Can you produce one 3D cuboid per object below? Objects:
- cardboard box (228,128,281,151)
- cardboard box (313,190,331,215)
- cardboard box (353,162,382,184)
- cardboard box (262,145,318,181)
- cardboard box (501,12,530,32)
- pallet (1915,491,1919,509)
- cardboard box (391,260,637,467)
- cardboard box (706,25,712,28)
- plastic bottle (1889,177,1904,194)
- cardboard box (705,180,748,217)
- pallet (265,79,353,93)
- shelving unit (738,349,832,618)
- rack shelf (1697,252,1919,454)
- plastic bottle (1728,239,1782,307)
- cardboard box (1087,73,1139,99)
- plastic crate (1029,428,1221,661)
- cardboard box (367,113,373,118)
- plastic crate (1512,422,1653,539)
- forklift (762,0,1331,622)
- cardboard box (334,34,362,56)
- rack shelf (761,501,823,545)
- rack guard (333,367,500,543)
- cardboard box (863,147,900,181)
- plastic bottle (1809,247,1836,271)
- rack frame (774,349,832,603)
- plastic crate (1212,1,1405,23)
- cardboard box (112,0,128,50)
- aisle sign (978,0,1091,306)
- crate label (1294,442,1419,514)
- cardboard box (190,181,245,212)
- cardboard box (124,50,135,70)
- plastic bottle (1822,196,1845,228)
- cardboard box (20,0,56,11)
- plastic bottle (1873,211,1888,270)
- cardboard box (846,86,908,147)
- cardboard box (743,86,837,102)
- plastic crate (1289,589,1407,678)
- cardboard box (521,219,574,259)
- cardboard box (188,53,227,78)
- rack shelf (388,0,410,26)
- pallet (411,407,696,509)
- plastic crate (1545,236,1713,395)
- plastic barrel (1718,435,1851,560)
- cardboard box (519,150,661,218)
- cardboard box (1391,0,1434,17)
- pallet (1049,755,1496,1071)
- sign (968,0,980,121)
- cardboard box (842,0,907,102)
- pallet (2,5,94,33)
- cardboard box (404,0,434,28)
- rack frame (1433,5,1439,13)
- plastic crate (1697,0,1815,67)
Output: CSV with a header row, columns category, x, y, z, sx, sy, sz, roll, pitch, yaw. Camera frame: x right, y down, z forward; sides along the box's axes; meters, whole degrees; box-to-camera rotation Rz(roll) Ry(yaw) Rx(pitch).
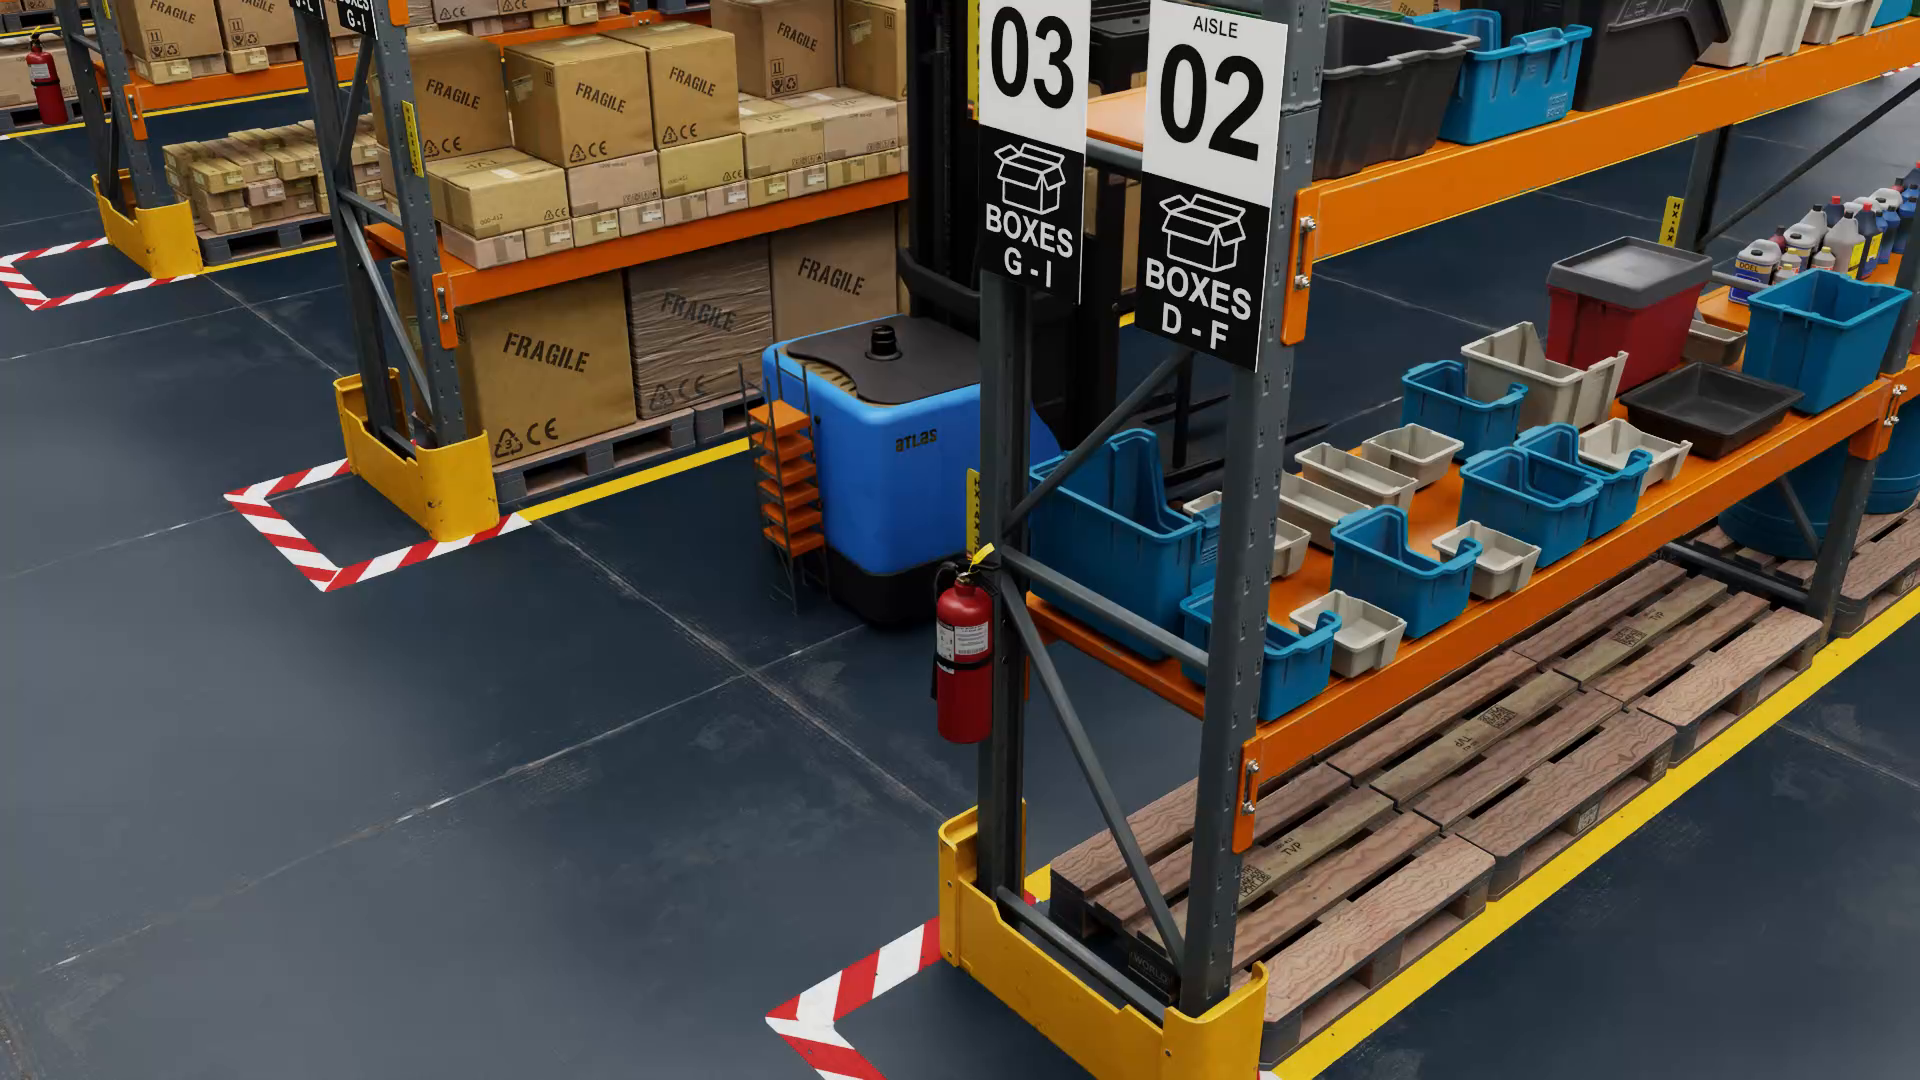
category,x,y,z,sx,sy,sz,roll,pitch,yaw
cardboard box,-5.352,-3.000,12.630,0.250,0.149,0.380,-23,36,-36
cardboard box,-4.731,-2.576,12.467,0.250,0.149,0.380,-21,35,-34
cardboard box,-4.588,-2.828,12.623,0.250,0.149,0.380,-24,36,-37
cardboard box,-4.908,-2.763,12.186,0.250,0.149,0.380,-22,35,-35
cardboard box,-3.563,-4.085,12.978,0.250,0.149,0.380,-23,36,-36
pallet,5.010,-0.381,8.739,1.213,0.211,1.003,-22,35,-35
cardboard box,-2.356,-1.039,8.821,0.875,0.875,0.875,-22,35,-35
cardboard box,-2.088,-4.484,14.869,0.500,0.250,0.500,-20,34,-33
plastic bottle,4.644,-1.665,8.306,0.133,0.283,0.061,-22,35,-35
cardboard box,-1.330,-1.840,8.778,0.250,0.149,0.380,-22,35,-35
pallet,-6.809,-4.909,17.212,1.213,0.211,1.003,-22,35,-35
shelving unit,-0.773,-0.239,7.413,0.189,1.200,0.258,-24,36,-31
rack shelf,4.988,-1.309,8.280,4.000,0.370,1.077,-22,35,-35
plastic bottle,3.557,-1.196,7.437,0.135,0.276,0.152,-22,35,-35
cardboard box,0.764,-2.886,10.361,0.500,0.500,0.500,-22,35,-35
plastic crate,0.557,-0.002,4.971,0.499,0.435,0.616,-22,35,-35
cardboard box,-4.492,-3.290,13.172,0.250,0.149,0.380,-22,35,-35
plastic crate,2.055,-0.195,5.547,0.300,0.233,0.416,-22,35,-35
forklift,0.572,-1.453,7.860,3.031,2.935,1.130,-18,33,-30
cardboard box,-4.531,-3.671,12.203,0.250,0.149,0.380,-23,36,-36
rack shelf,-0.764,-0.098,7.496,0.180,0.103,0.258,-24,36,-31
rack guard,-2.809,-0.457,8.575,0.348,0.500,1.175,-22,35,-35
cardboard box,-0.550,-2.154,9.364,0.250,0.149,0.380,-21,35,-34
plastic bottle,3.930,-1.236,7.591,0.097,0.201,0.097,0,28,0
rack frame,-0.701,-0.271,7.459,0.006,1.200,0.240,-24,36,-31
plastic crate,0.989,-1.424,4.775,0.336,0.188,0.450,-22,35,-35
cardboard box,-5.758,-3.781,11.721,0.500,0.500,0.500,-21,35,-34
aisle sign,0.179,-1.020,4.219,0.004,0.787,0.394,-22,35,-35
crate label,1.353,-0.193,5.644,0.243,0.136,0.396,-22,35,-35
cardboard box,-5.368,-2.503,12.015,0.250,0.149,0.380,-20,34,-33
cardboard box,-5.868,-3.466,11.820,0.250,0.149,0.380,-22,35,-35
plastic bottle,4.094,-1.448,7.829,0.185,0.351,0.144,-22,35,-35
cardboard box,-10.778,-6.508,19.452,0.500,0.500,0.500,-21,35,-34
plastic bottle,4.314,-1.421,7.863,0.097,0.271,0.097,0,28,0
cardboard box,-0.305,-2.467,9.527,0.500,0.250,0.500,-21,34,-33
cardboard box,-1.047,-2.495,9.579,0.500,0.250,0.500,-21,35,-34
plastic crate,1.123,0.273,4.773,0.298,0.136,0.250,-22,35,-35
cardboard box,-2.112,-1.525,8.188,0.250,0.149,0.380,-22,35,-36
cardboard box,-5.307,-3.340,11.583,0.250,0.149,0.380,-20,34,-33
rack shelf,-1.269,-3.184,8.607,4.000,0.370,1.077,-22,35,-35
pallet,-2.233,-0.609,9.167,1.213,0.211,1.003,-22,35,-35
plastic crate,2.625,-0.886,6.594,0.583,0.464,0.402,-22,35,-35
plastic barrel,3.892,-0.435,7.661,0.708,0.901,0.600,-22,35,-35
cardboard box,-1.859,-1.843,8.360,0.500,0.250,0.500,-22,35,-35
cardboard box,3.081,-3.818,12.106,0.500,0.500,0.500,-21,34,-33
pallet,1.077,1.201,5.779,1.213,0.211,1.003,-22,35,-35
sign,0.055,-1.260,4.353,0.005,0.325,0.100,-22,35,-35
cardboard box,-0.308,-2.798,9.351,0.500,0.500,0.500,-21,35,-34
pallet,-10.856,-6.307,19.829,1.213,0.211,1.003,-22,35,-35
cardboard box,-4.257,-4.066,12.254,0.500,0.500,0.500,-23,36,-36
rack frame,3.295,-4.014,12.579,0.127,3.000,1.000,-22,35,-35
plastic crate,2.310,-1.629,5.059,0.530,0.282,0.437,-22,35,-35
